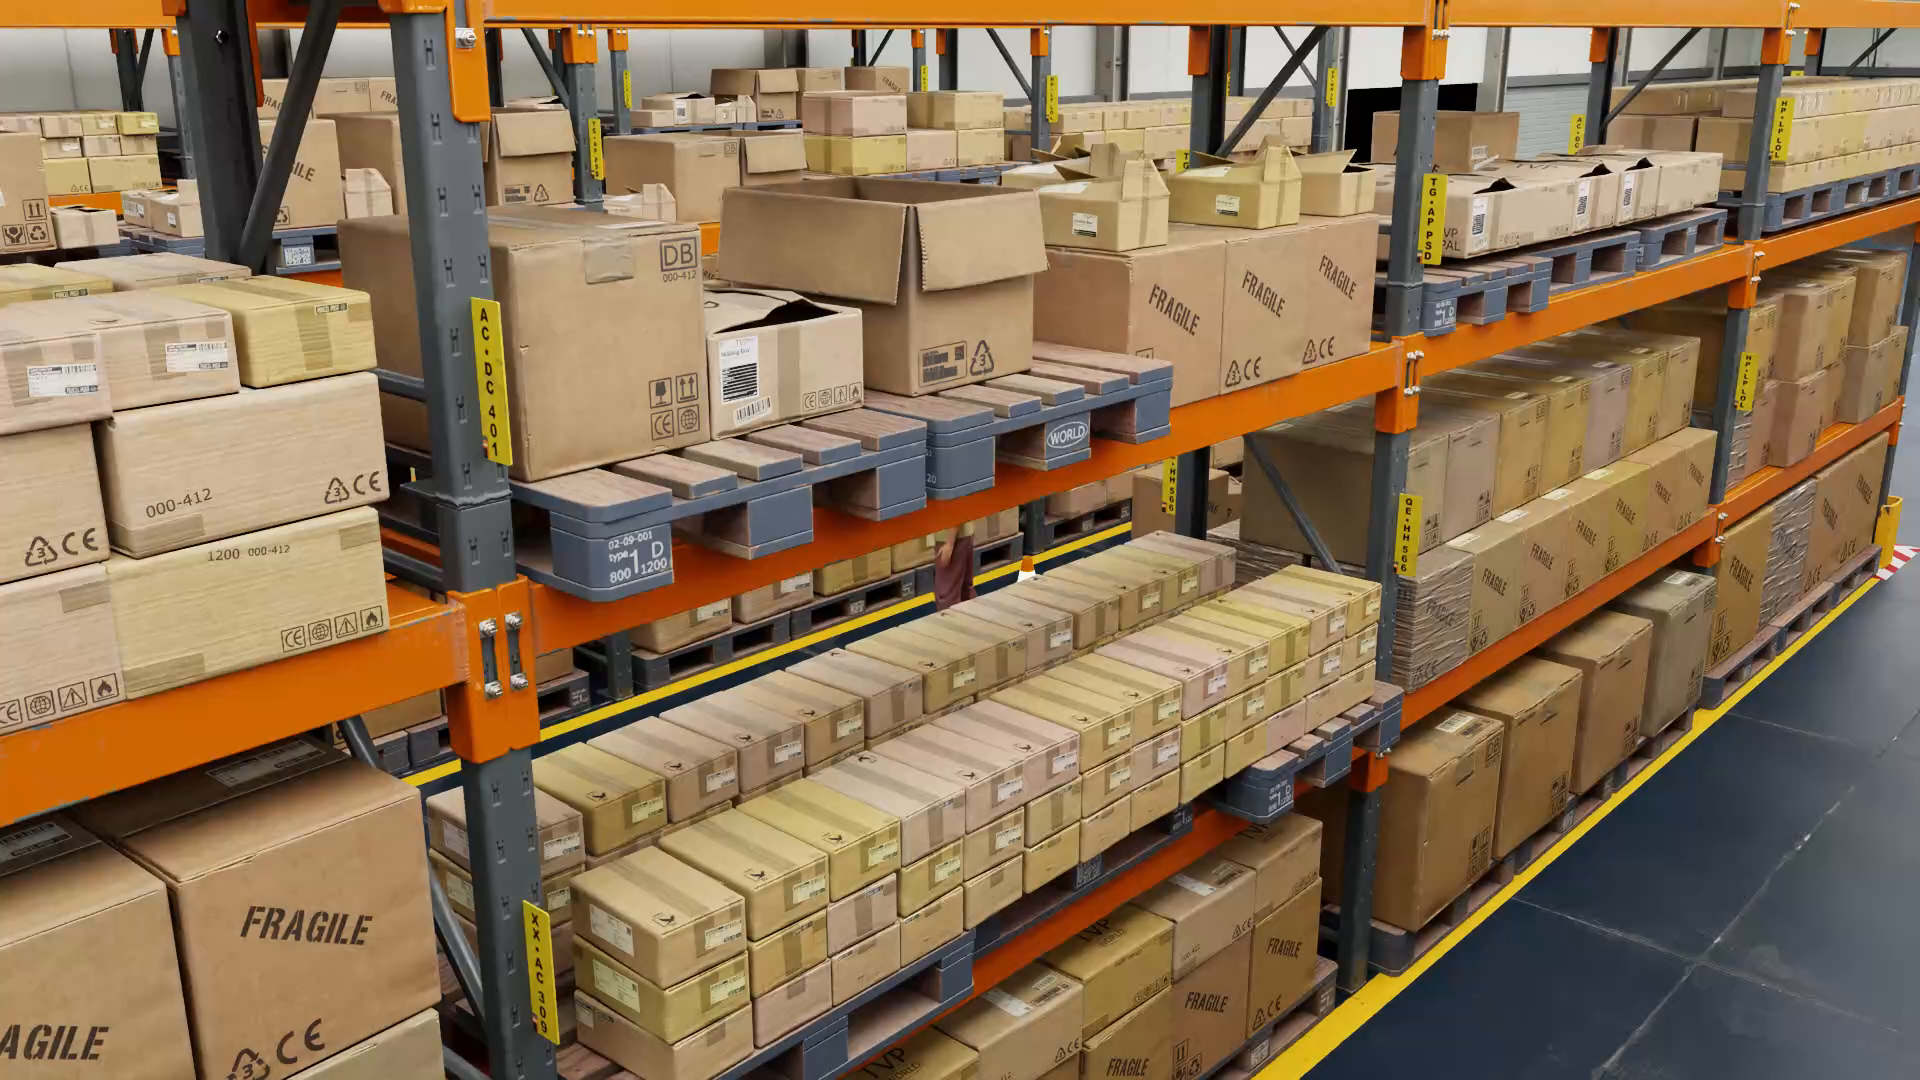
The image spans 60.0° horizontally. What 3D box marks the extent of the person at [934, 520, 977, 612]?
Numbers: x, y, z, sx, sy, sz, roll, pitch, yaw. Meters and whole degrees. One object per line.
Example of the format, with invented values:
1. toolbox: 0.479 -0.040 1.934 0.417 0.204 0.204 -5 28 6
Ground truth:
1. person: -0.072 -0.006 10.481 0.429 1.673 0.519 1 17 3
